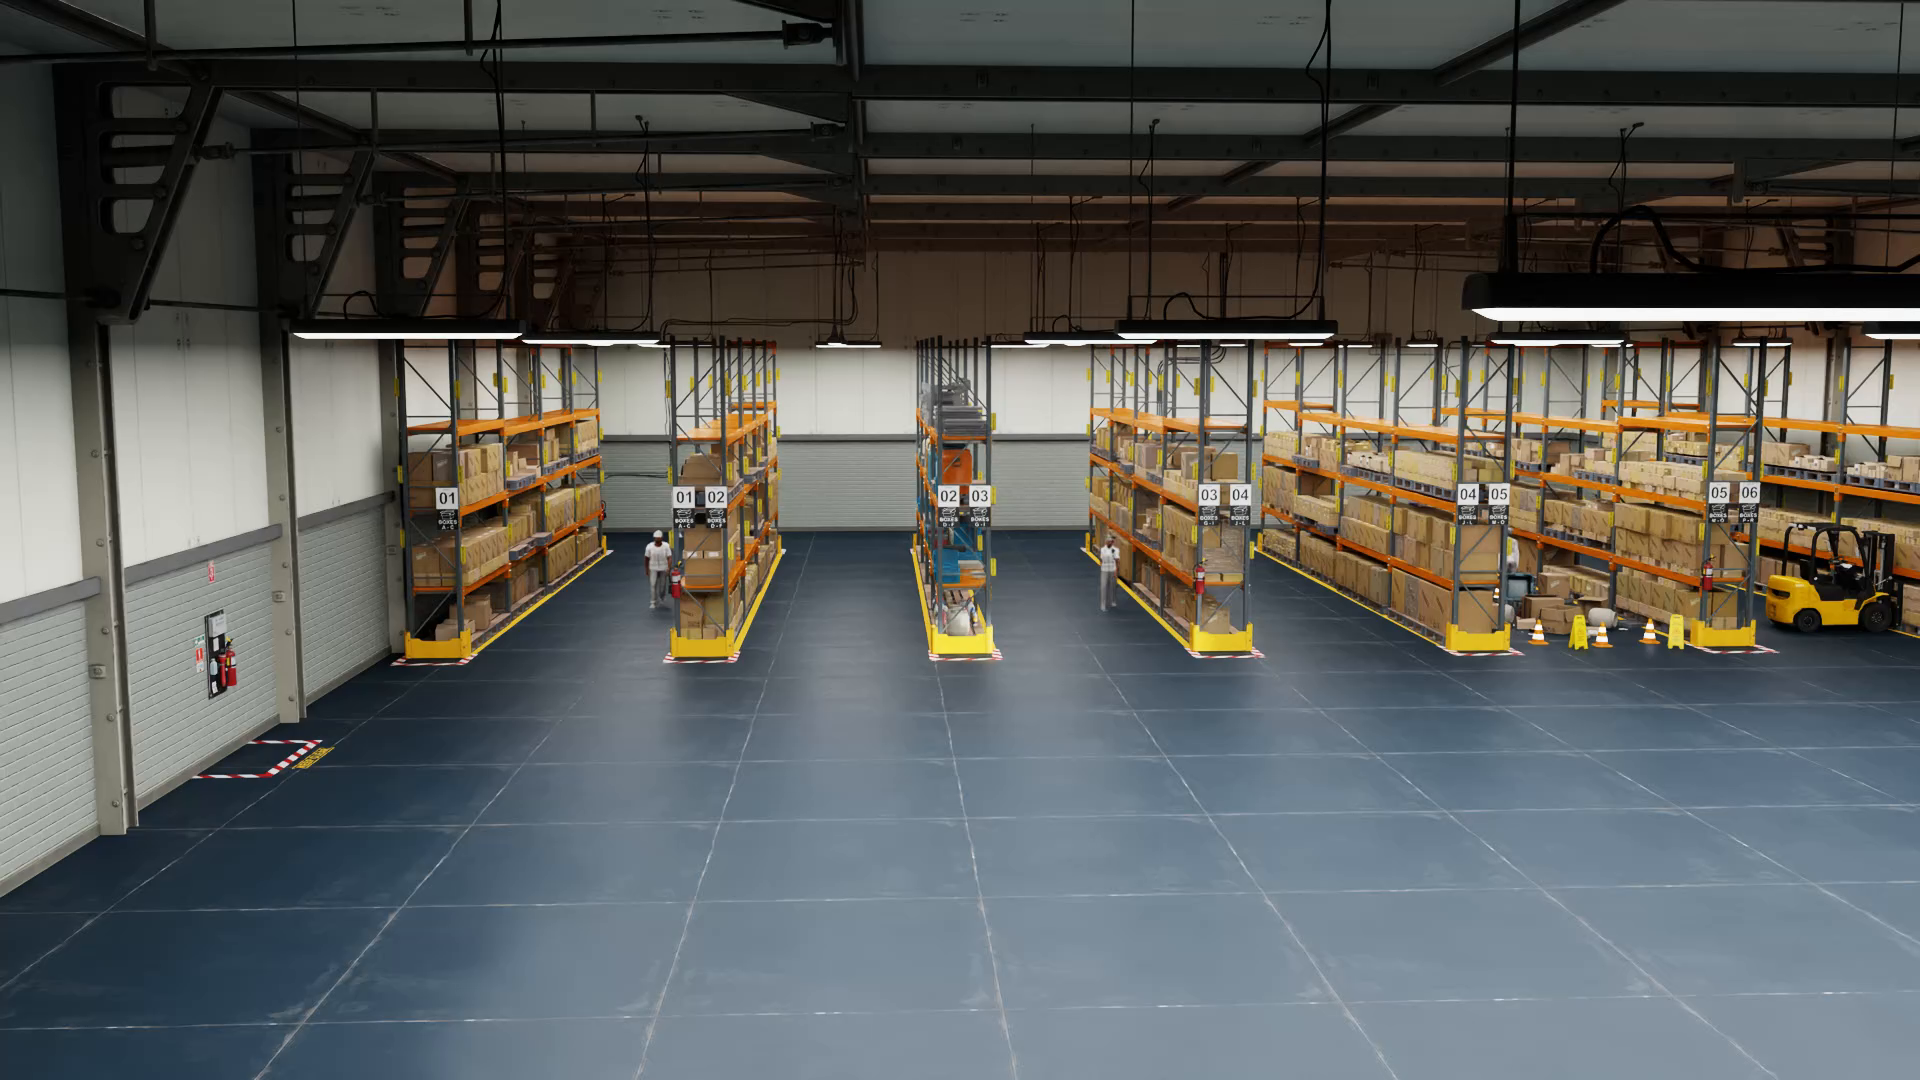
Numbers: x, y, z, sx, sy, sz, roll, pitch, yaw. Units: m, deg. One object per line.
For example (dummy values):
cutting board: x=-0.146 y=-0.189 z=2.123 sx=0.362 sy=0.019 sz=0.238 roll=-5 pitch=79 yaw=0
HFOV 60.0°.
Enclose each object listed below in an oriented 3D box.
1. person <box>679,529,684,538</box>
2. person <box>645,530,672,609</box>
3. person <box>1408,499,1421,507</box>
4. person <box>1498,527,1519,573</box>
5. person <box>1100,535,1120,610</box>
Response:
person: x=-8.307 y=-0.854 z=50.213 sx=0.983 sy=1.741 sz=0.583 roll=5 pitch=8 yaw=38
person: x=-6.700 y=0.645 z=36.987 sx=0.584 sy=1.712 sz=0.989 roll=-2 pitch=7 yaw=-15
person: x=14.148 y=-0.951 z=51.809 sx=0.532 sy=1.721 sz=0.524 roll=-4 pitch=8 yaw=-34
person: x=12.694 y=0.532 z=38.483 sx=0.512 sy=1.672 sz=0.516 roll=0 pitch=6 yaw=-2
person: x=3.314 y=0.701 z=36.892 sx=0.458 sy=1.639 sz=0.899 roll=2 pitch=7 yaw=13
